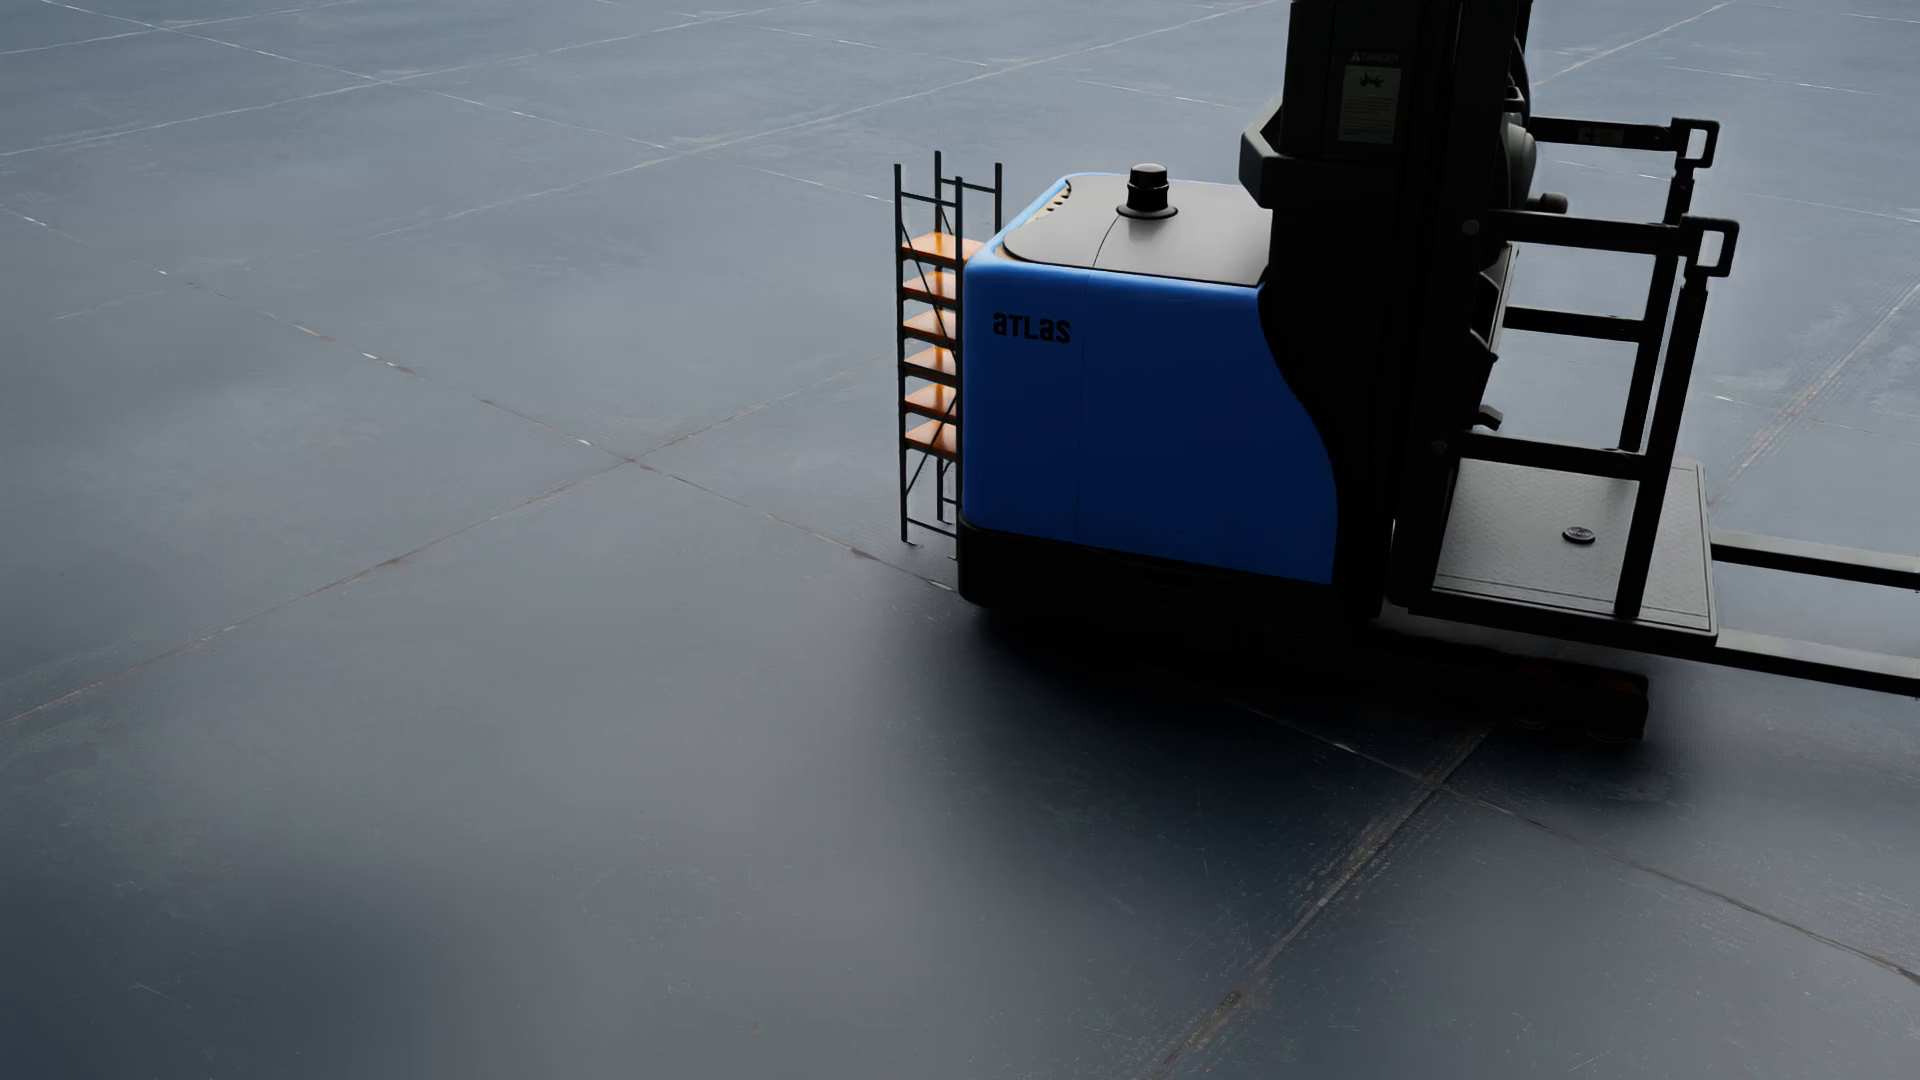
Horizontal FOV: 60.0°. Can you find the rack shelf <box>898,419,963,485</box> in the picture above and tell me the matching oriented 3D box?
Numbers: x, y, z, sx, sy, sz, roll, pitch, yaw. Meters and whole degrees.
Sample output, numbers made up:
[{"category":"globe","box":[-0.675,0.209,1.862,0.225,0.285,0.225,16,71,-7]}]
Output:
[{"category":"rack shelf","box":[-0.033,-0.277,5.099,0.258,0.103,0.180,20,33,33]}]

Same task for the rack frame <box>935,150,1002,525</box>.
[{"category":"rack frame","box":[0.023,-0.563,5.032,0.240,1.200,0.006,20,33,33]}]

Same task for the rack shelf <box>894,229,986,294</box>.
[{"category":"rack shelf","box":[-0.033,-0.810,4.823,0.258,0.103,0.180,20,33,33]}]

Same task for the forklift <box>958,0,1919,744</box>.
[{"category":"forklift","box":[1.568,-1.057,4.103,3.031,2.935,1.130,9,29,17]}]

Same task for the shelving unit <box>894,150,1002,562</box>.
[{"category":"shelving unit","box":[-0.033,-0.530,4.968,0.258,1.200,0.189,20,33,33]}]

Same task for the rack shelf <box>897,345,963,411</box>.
[{"category":"rack shelf","box":[-0.033,-0.490,4.989,0.258,0.103,0.180,20,33,33]}]

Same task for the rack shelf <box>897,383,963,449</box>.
[{"category":"rack shelf","box":[-0.033,-0.384,5.044,0.258,0.103,0.180,20,33,33]}]

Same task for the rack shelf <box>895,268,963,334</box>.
[{"category":"rack shelf","box":[-0.033,-0.704,4.878,0.258,0.103,0.180,20,33,33]}]

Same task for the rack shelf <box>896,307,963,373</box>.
[{"category":"rack shelf","box":[-0.033,-0.597,4.934,0.258,0.103,0.180,20,33,33]}]

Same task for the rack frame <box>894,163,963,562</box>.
[{"category":"rack frame","box":[-0.089,-0.497,4.904,0.240,1.200,0.006,20,33,33]}]
